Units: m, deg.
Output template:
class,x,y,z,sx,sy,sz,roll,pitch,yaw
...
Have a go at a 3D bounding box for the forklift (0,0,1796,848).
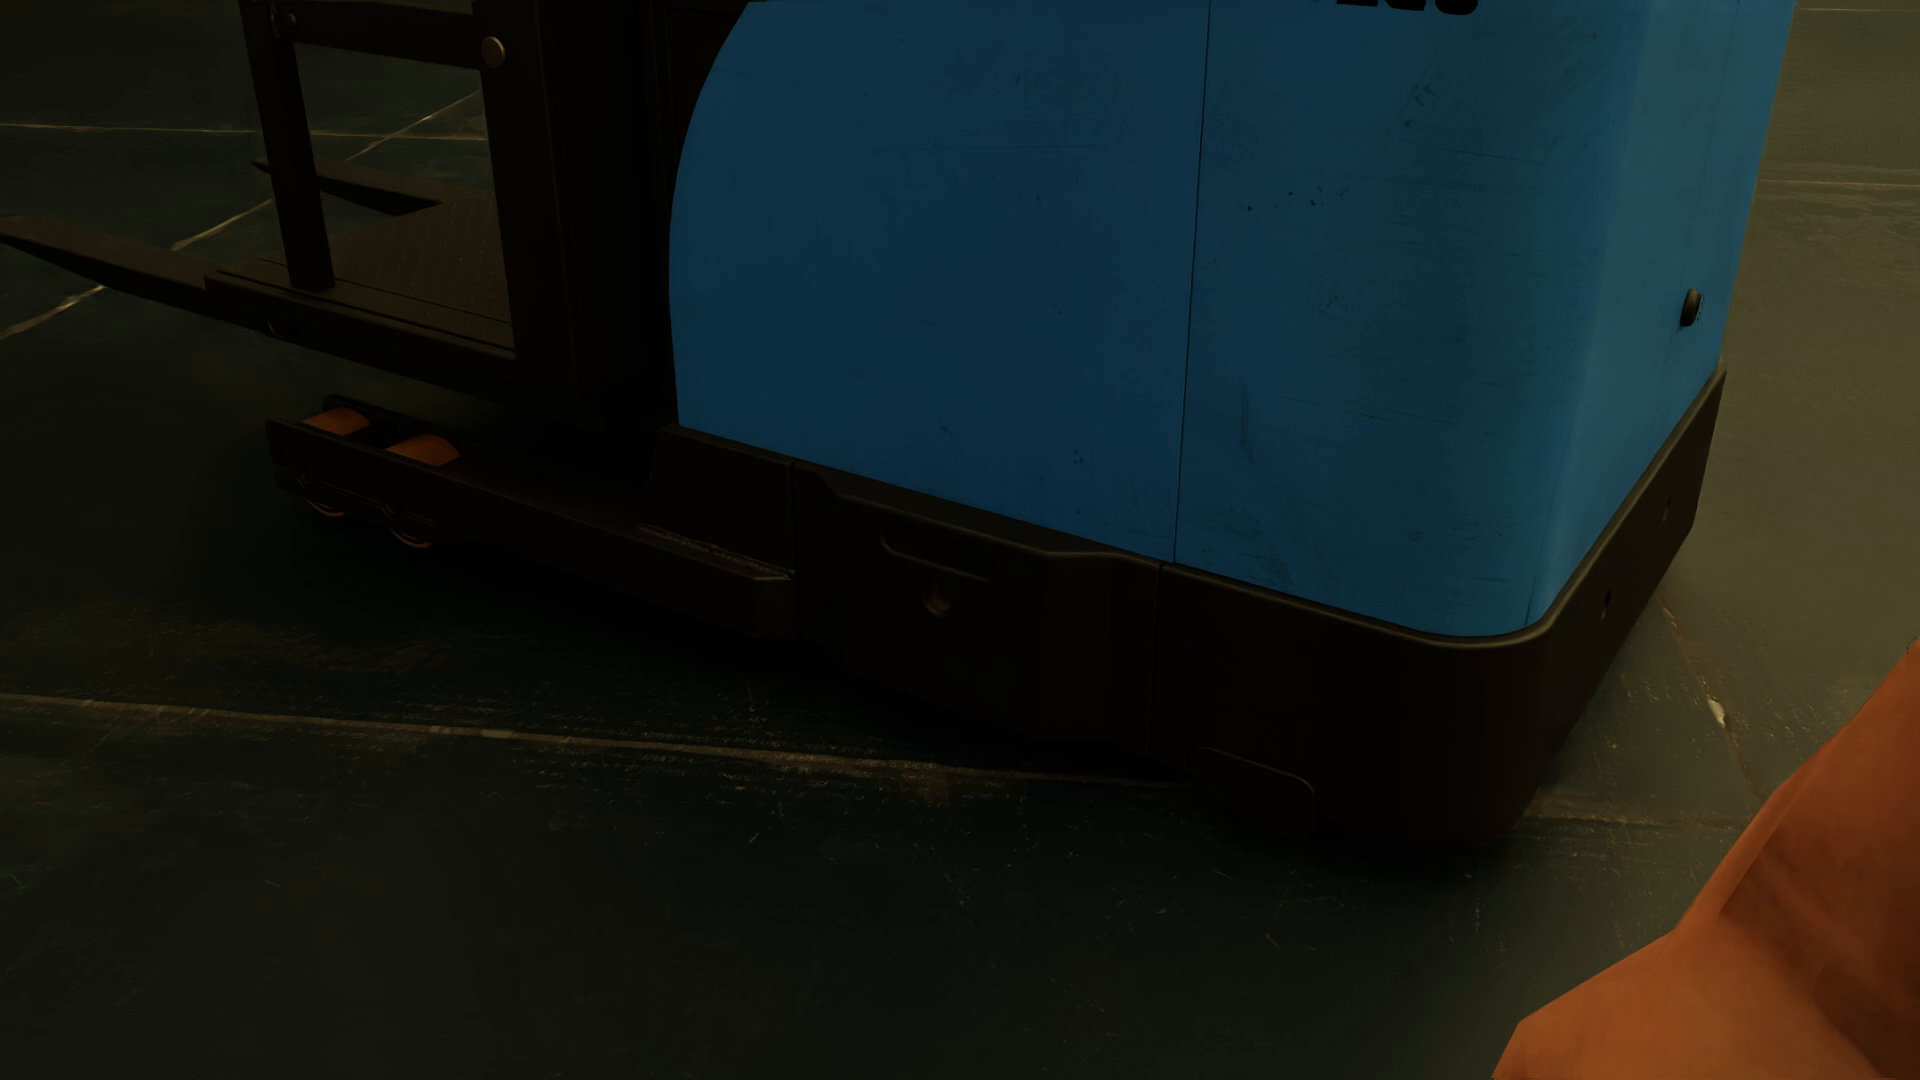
class,x,y,z,sx,sy,sz,roll,pitch,yaw
forklift,-0.452,-1.478,2.180,3.031,2.935,1.130,16,31,29
